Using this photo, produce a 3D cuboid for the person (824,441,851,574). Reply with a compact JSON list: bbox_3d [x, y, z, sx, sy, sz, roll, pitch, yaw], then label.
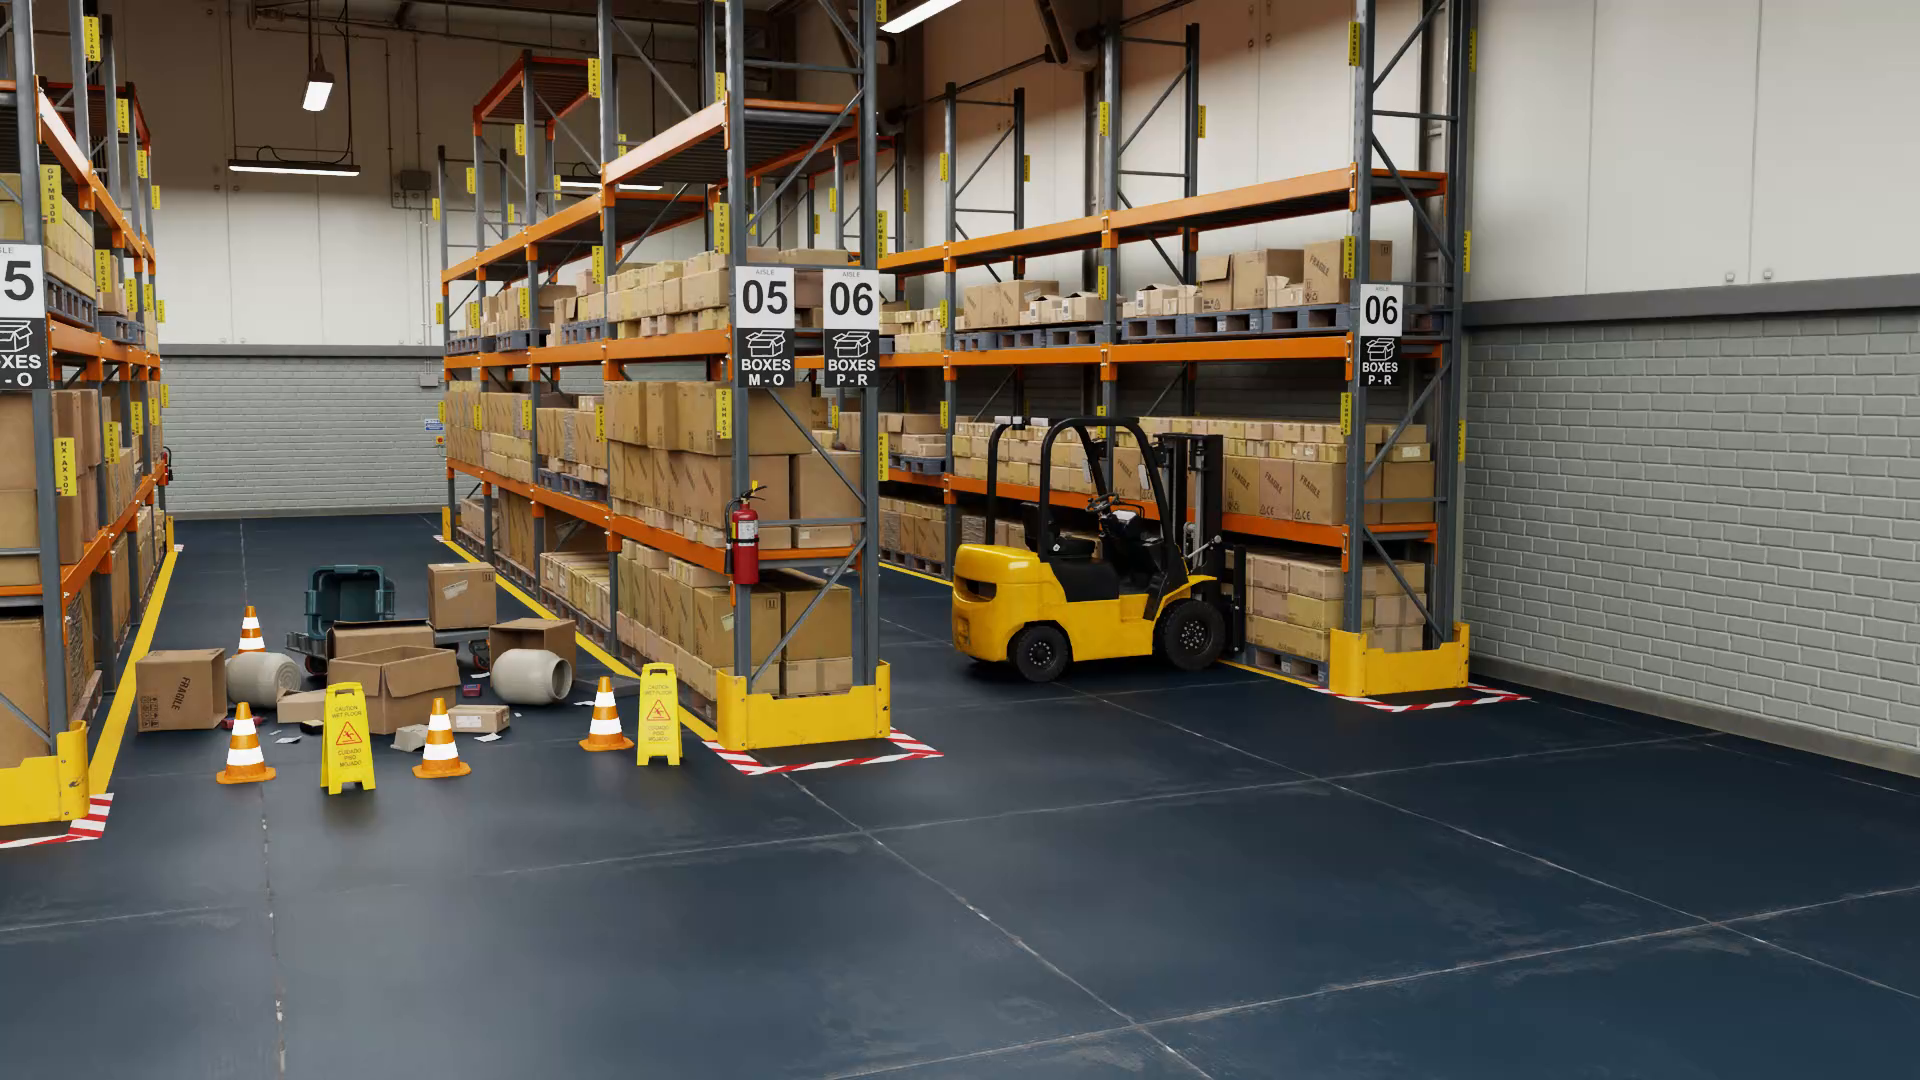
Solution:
[{"bbox_3d":[-1.561,-0.402,20.947,0.459,1.683,0.440,-3,6,-25],"label":"person"}]
